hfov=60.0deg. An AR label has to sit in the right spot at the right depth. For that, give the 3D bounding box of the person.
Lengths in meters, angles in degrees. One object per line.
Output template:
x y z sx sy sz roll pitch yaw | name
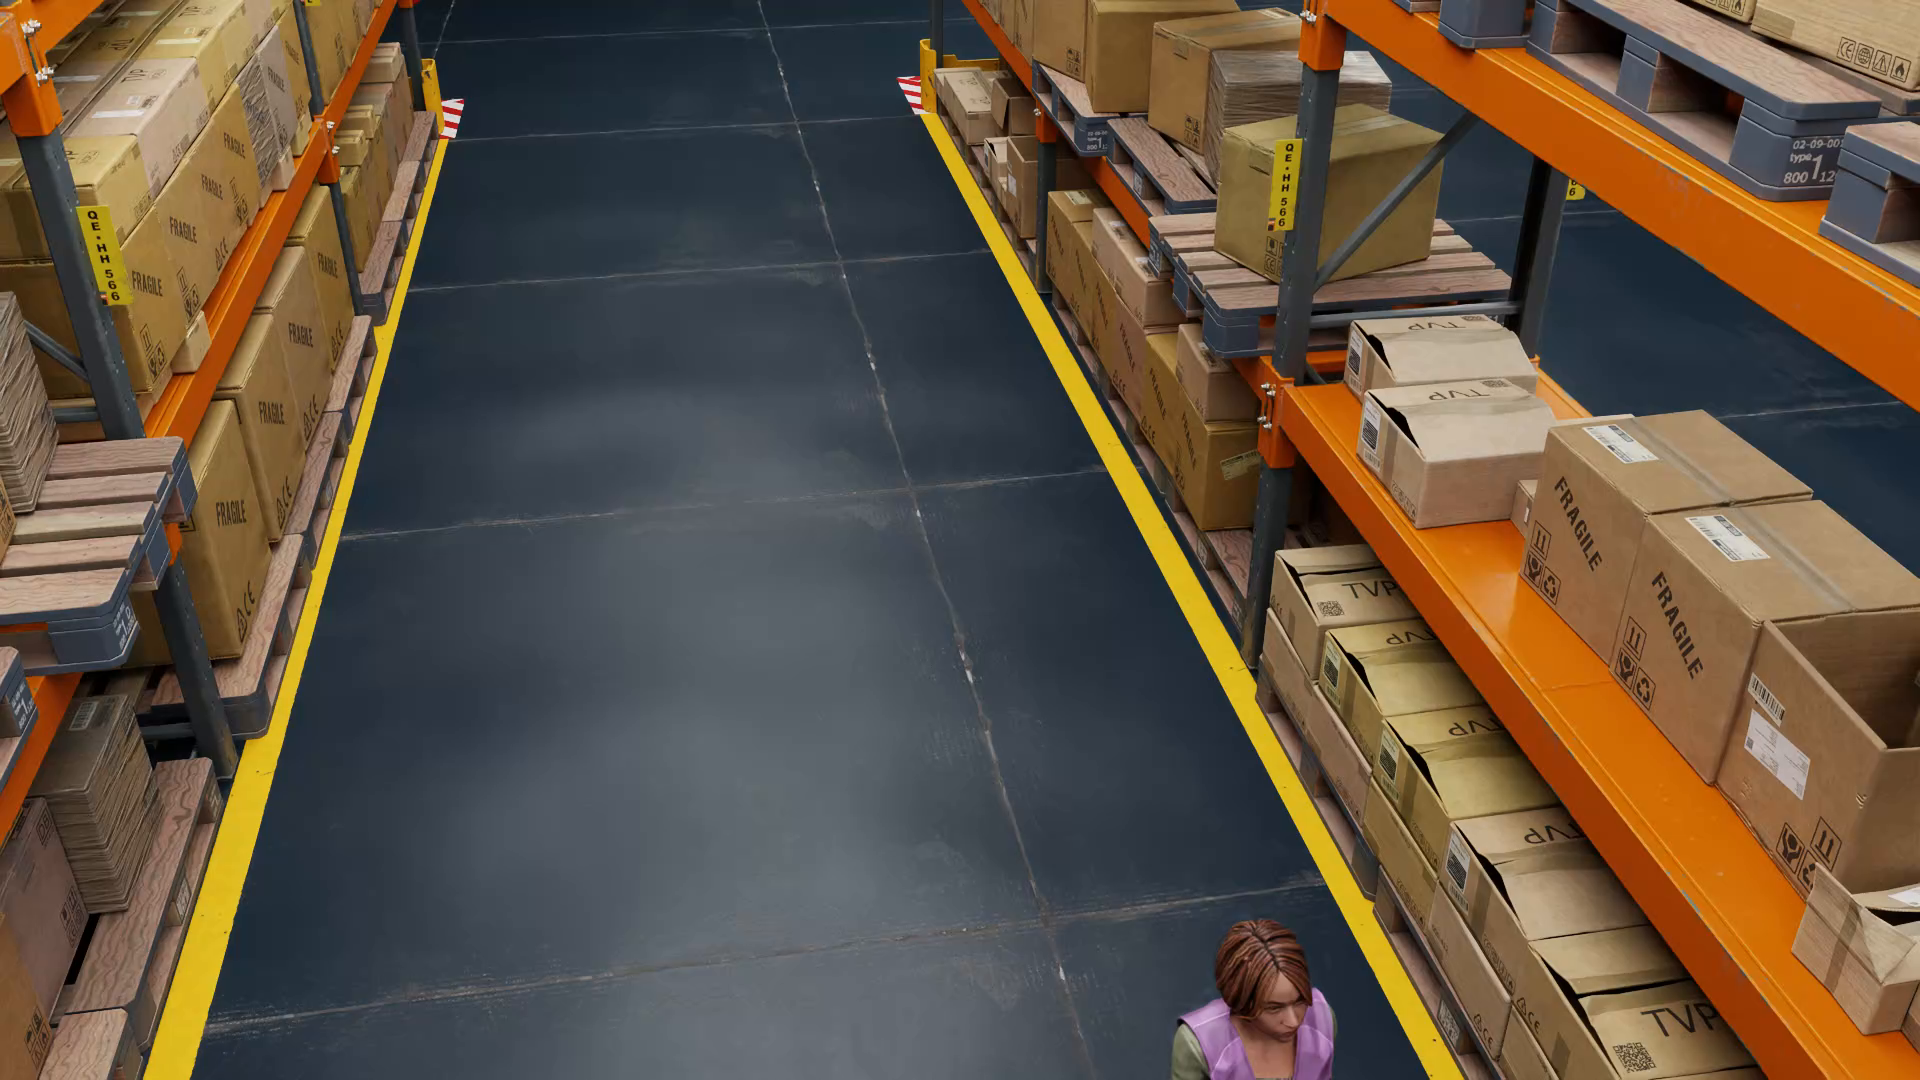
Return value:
0.627 1.487 3.663 0.427 1.626 0.463 -5 32 -9 | person
